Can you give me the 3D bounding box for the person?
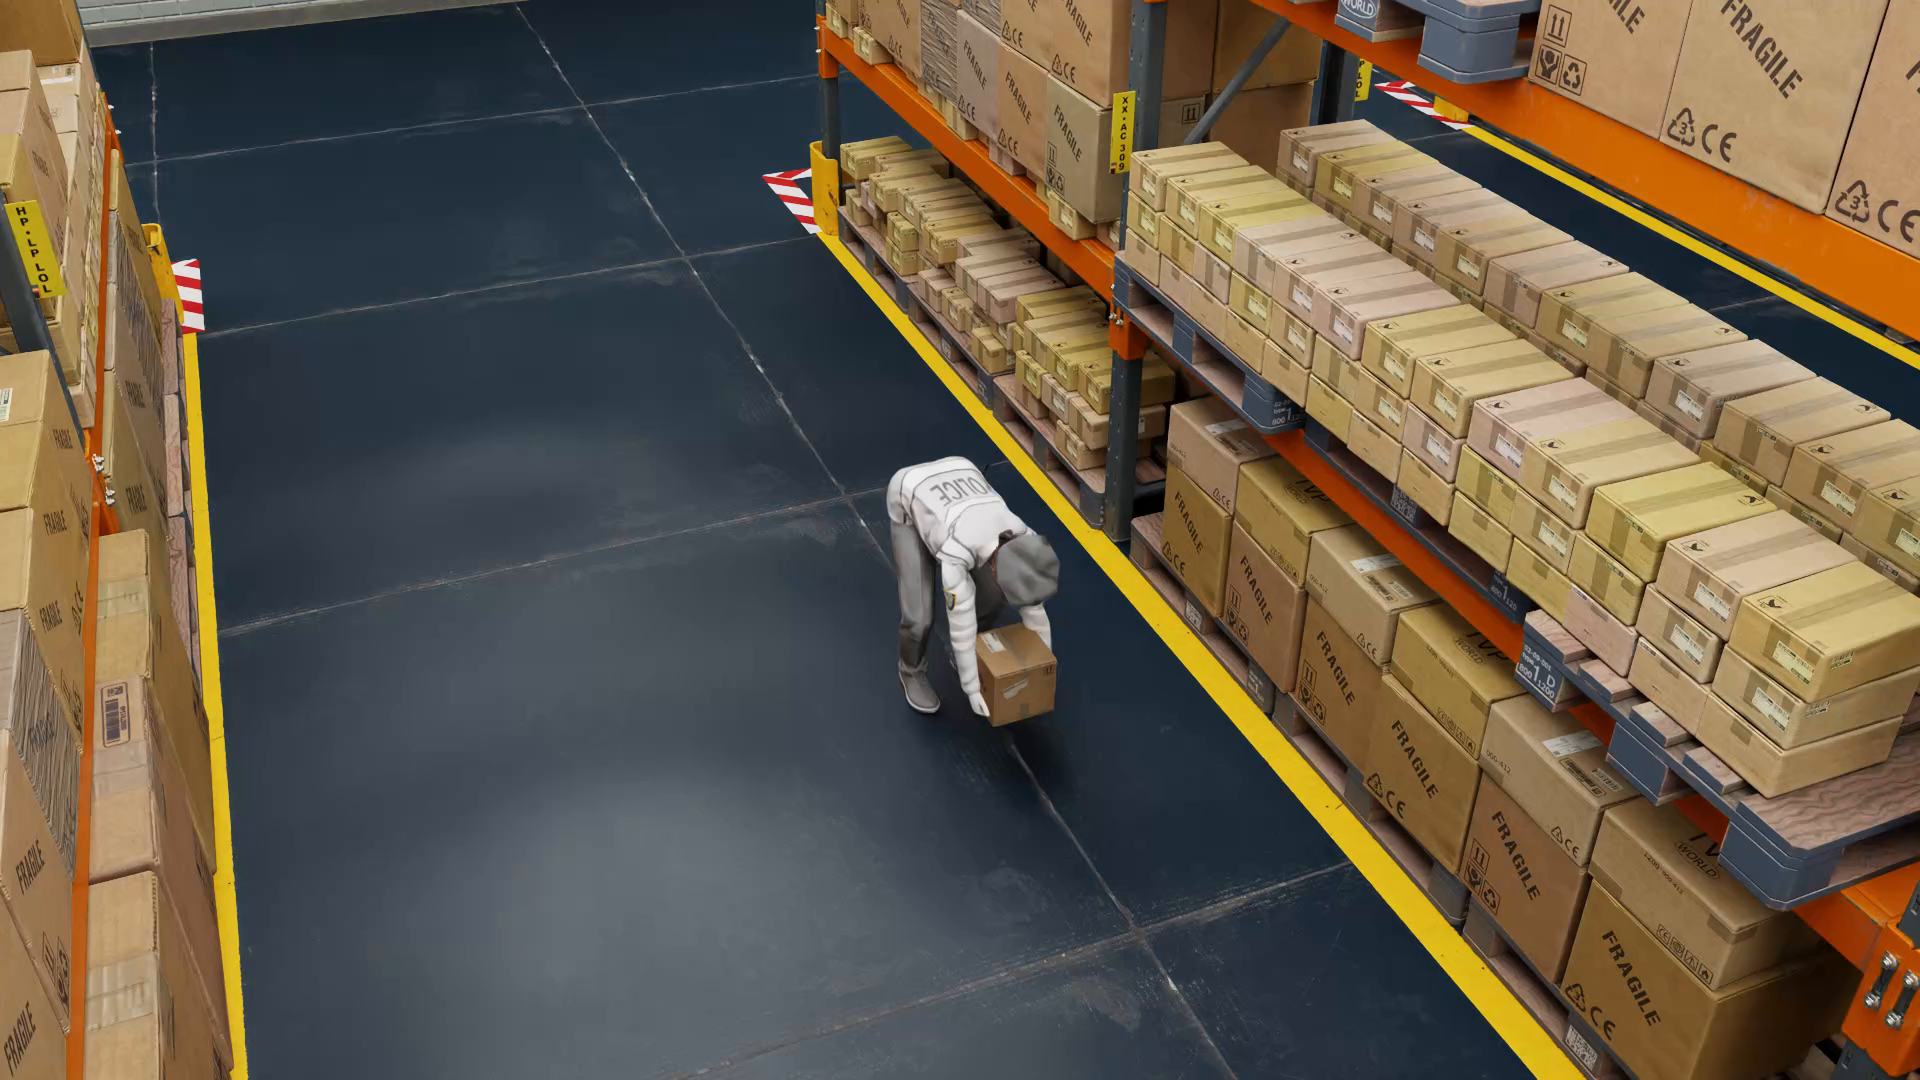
[{"bbox_3d":[0.045,0.266,6.297,0.443,1.051,0.924,-15,36,-21],"label":"person"}]
